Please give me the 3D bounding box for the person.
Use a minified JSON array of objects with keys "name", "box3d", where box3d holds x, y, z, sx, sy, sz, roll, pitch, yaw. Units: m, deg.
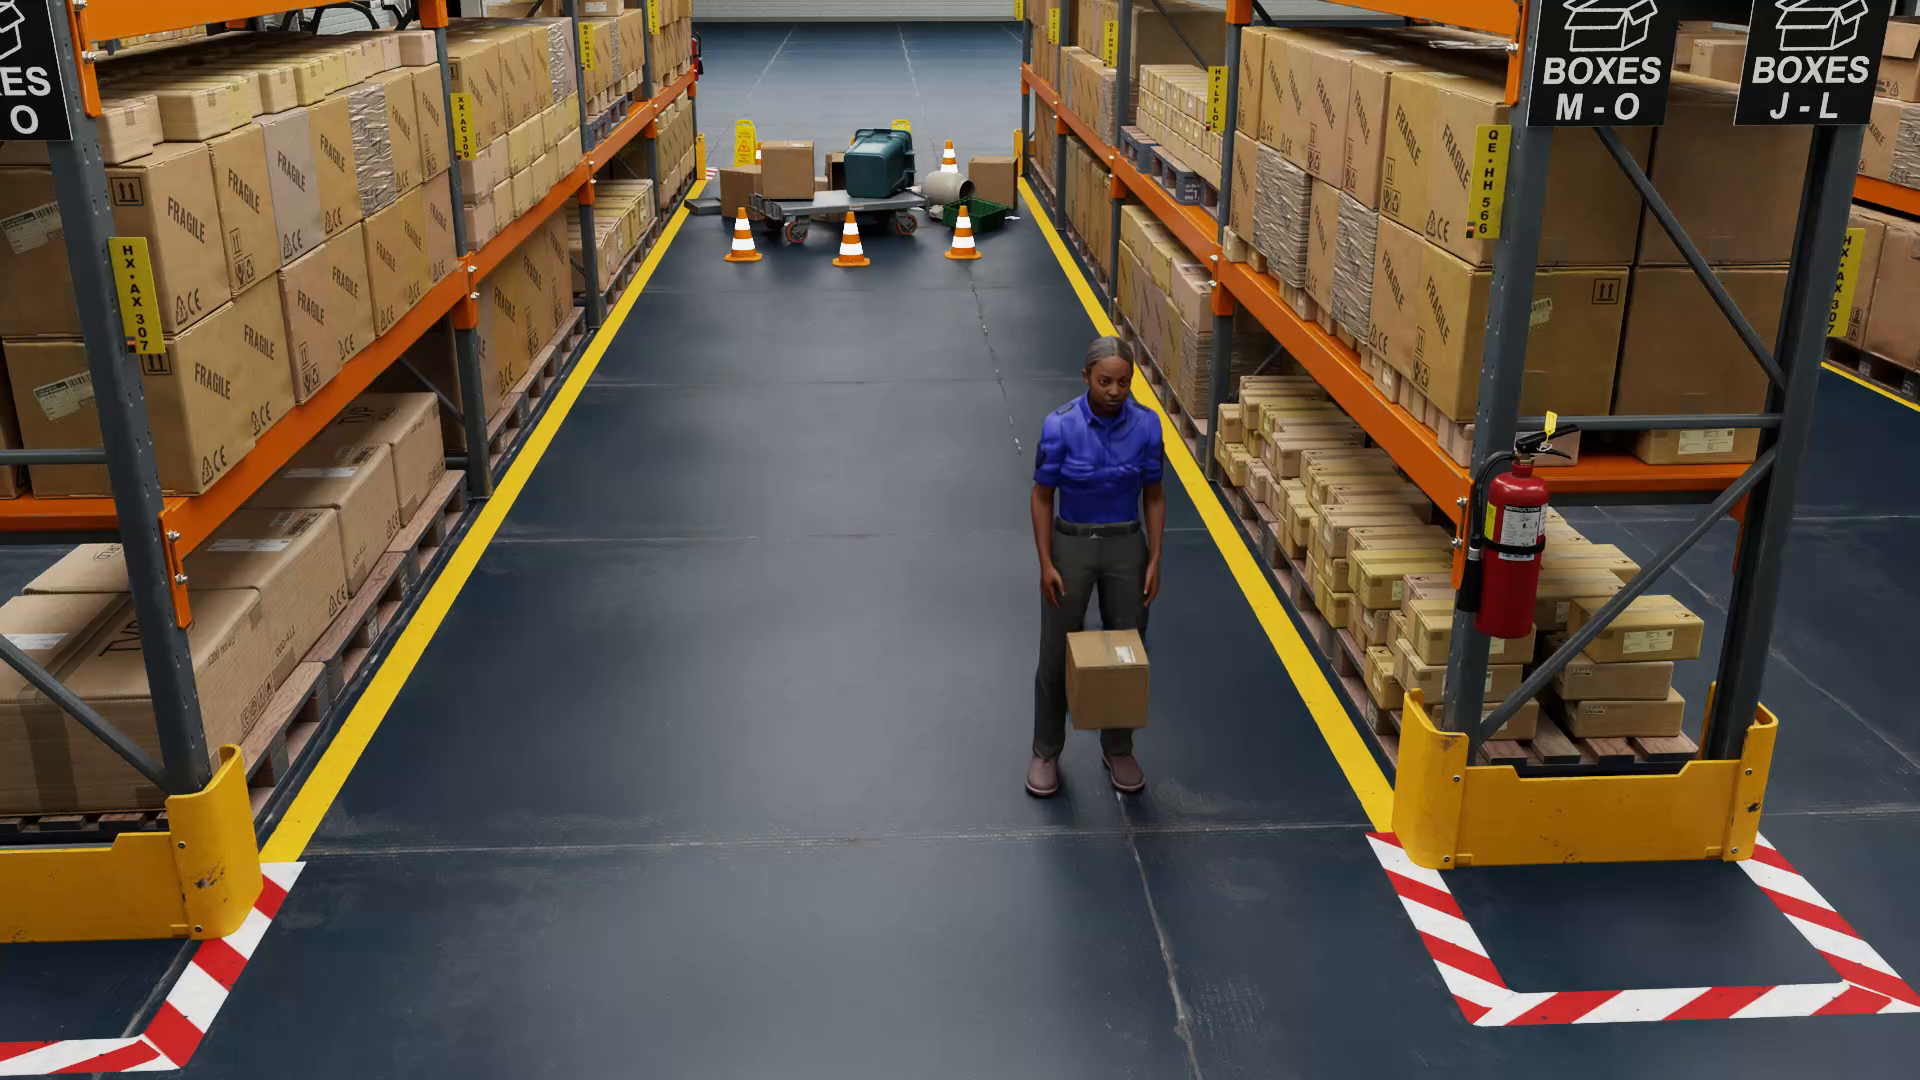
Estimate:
[{"name":"person","box3d":[0.477,0.087,5.847,0.495,1.659,0.345,-2,21,-4]}]
